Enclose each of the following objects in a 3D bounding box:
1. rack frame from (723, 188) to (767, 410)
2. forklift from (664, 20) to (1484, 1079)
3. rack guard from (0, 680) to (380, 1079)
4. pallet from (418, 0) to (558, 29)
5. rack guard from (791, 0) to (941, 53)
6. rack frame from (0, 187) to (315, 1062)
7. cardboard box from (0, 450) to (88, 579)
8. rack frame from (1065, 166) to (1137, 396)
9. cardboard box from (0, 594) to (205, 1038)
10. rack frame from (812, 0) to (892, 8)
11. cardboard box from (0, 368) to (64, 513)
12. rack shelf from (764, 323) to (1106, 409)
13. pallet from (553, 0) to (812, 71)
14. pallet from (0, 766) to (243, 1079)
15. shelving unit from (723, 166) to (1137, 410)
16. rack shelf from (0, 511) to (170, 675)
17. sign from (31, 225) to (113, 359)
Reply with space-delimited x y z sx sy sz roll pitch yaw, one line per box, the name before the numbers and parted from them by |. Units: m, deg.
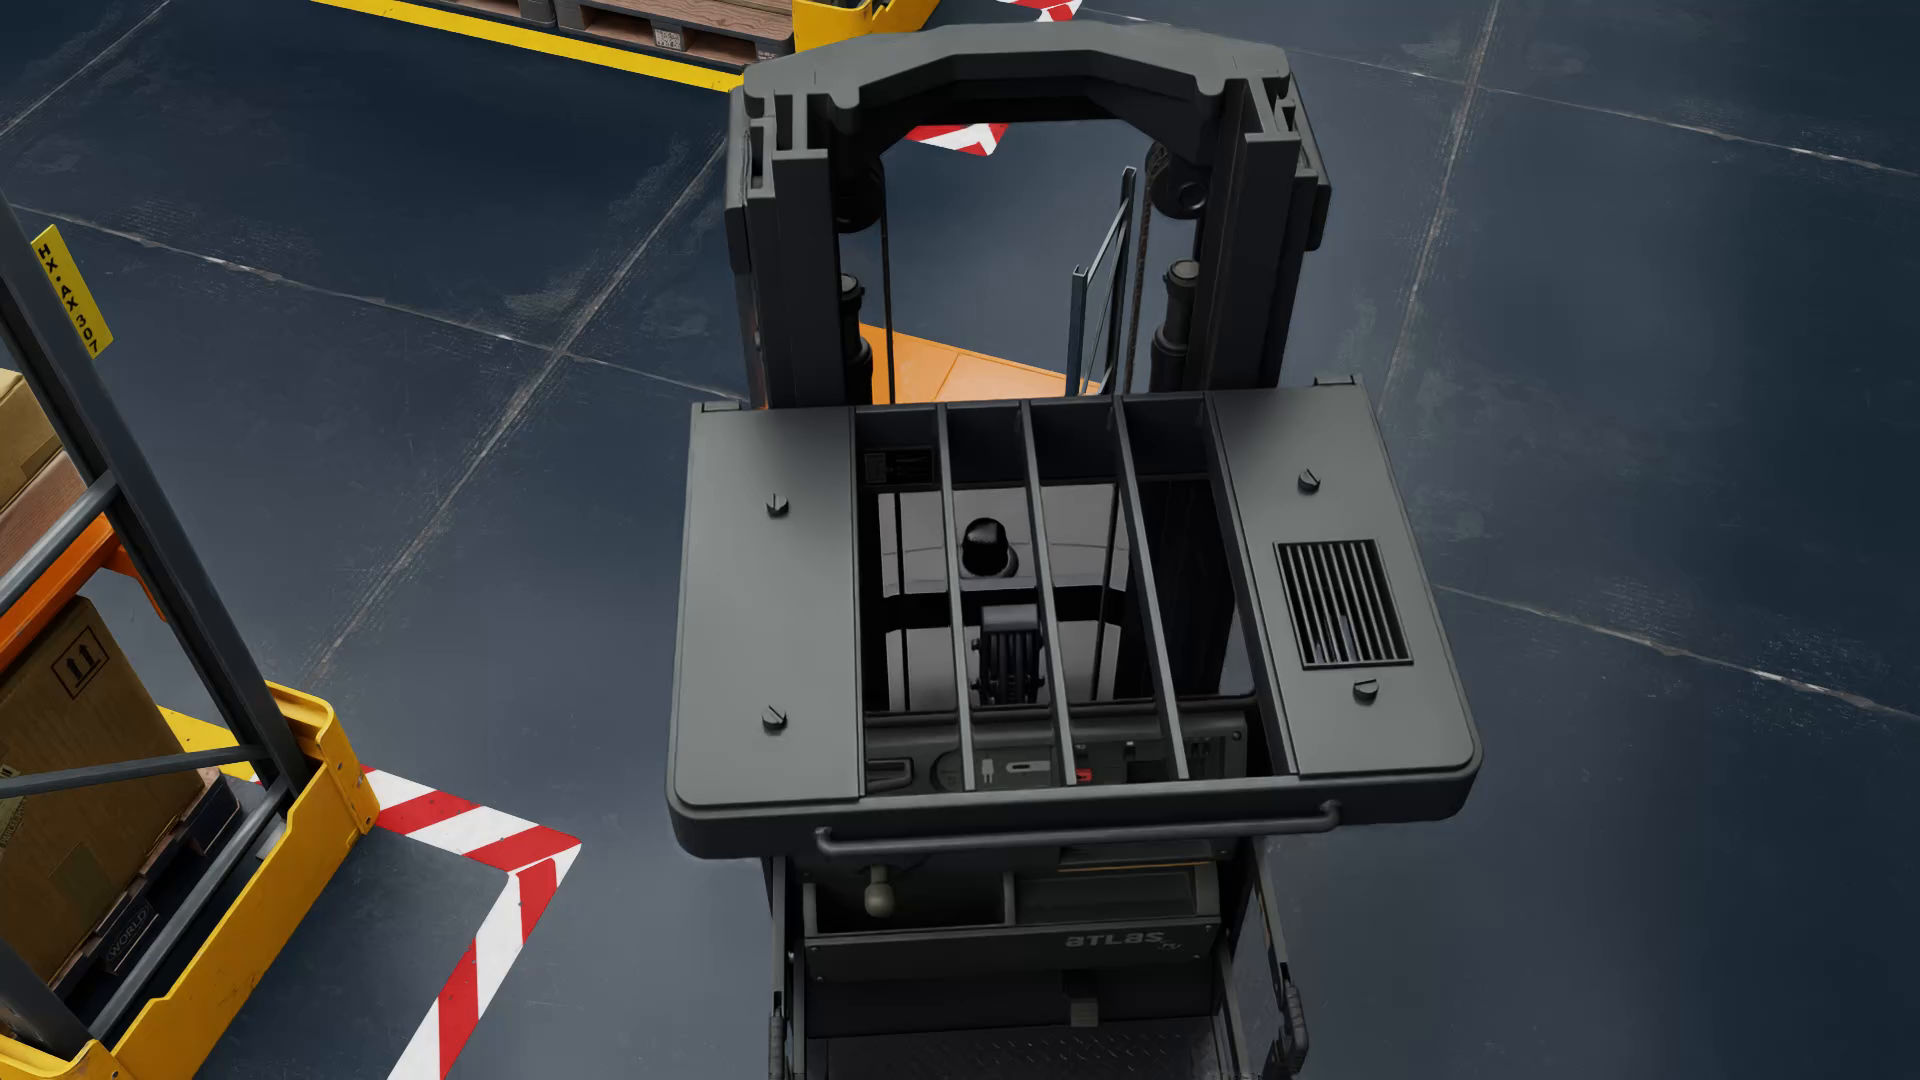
rack frame | -0.557 -0.647 5.318 0.032 1.500 0.500 16 51 13
forklift | 0.131 0.660 3.239 1.130 2.935 3.031 -3 49 -2
rack guard | -2.101 1.002 4.550 0.348 0.500 1.175 16 51 13
pallet | -2.308 -2.984 8.197 1.213 0.211 1.003 16 51 13
rack guard | -0.380 -2.518 7.601 0.348 0.500 1.175 16 51 13
rack frame | -2.124 0.177 3.611 0.127 3.000 1.000 16 51 13
cardboard box | -2.342 -0.067 3.990 0.250 0.149 0.380 16 51 14
rack frame | 0.397 -0.380 5.087 0.032 1.500 0.500 16 51 13
cardboard box | -2.752 0.625 4.352 0.875 0.875 0.875 16 51 13
rack frame | -0.407 -3.334 6.654 0.127 3.000 1.000 16 51 13
cardboard box | -2.480 -0.188 3.830 0.500 0.250 0.500 14 51 12
rack shelf | -0.080 -0.396 5.339 1.000 0.185 0.538 16 51 13
pallet | -1.167 -2.664 7.919 1.213 0.211 1.003 16 51 13
pallet | -2.901 0.937 4.799 1.213 0.211 1.003 16 51 13
shelving unit | -0.072 -0.511 5.201 1.083 1.500 0.587 16 51 13
rack shelf | -4.000 -0.111 4.337 4.000 0.370 1.077 16 51 13
sign | -1.926 -0.524 3.594 0.005 0.325 0.100 16 51 13
